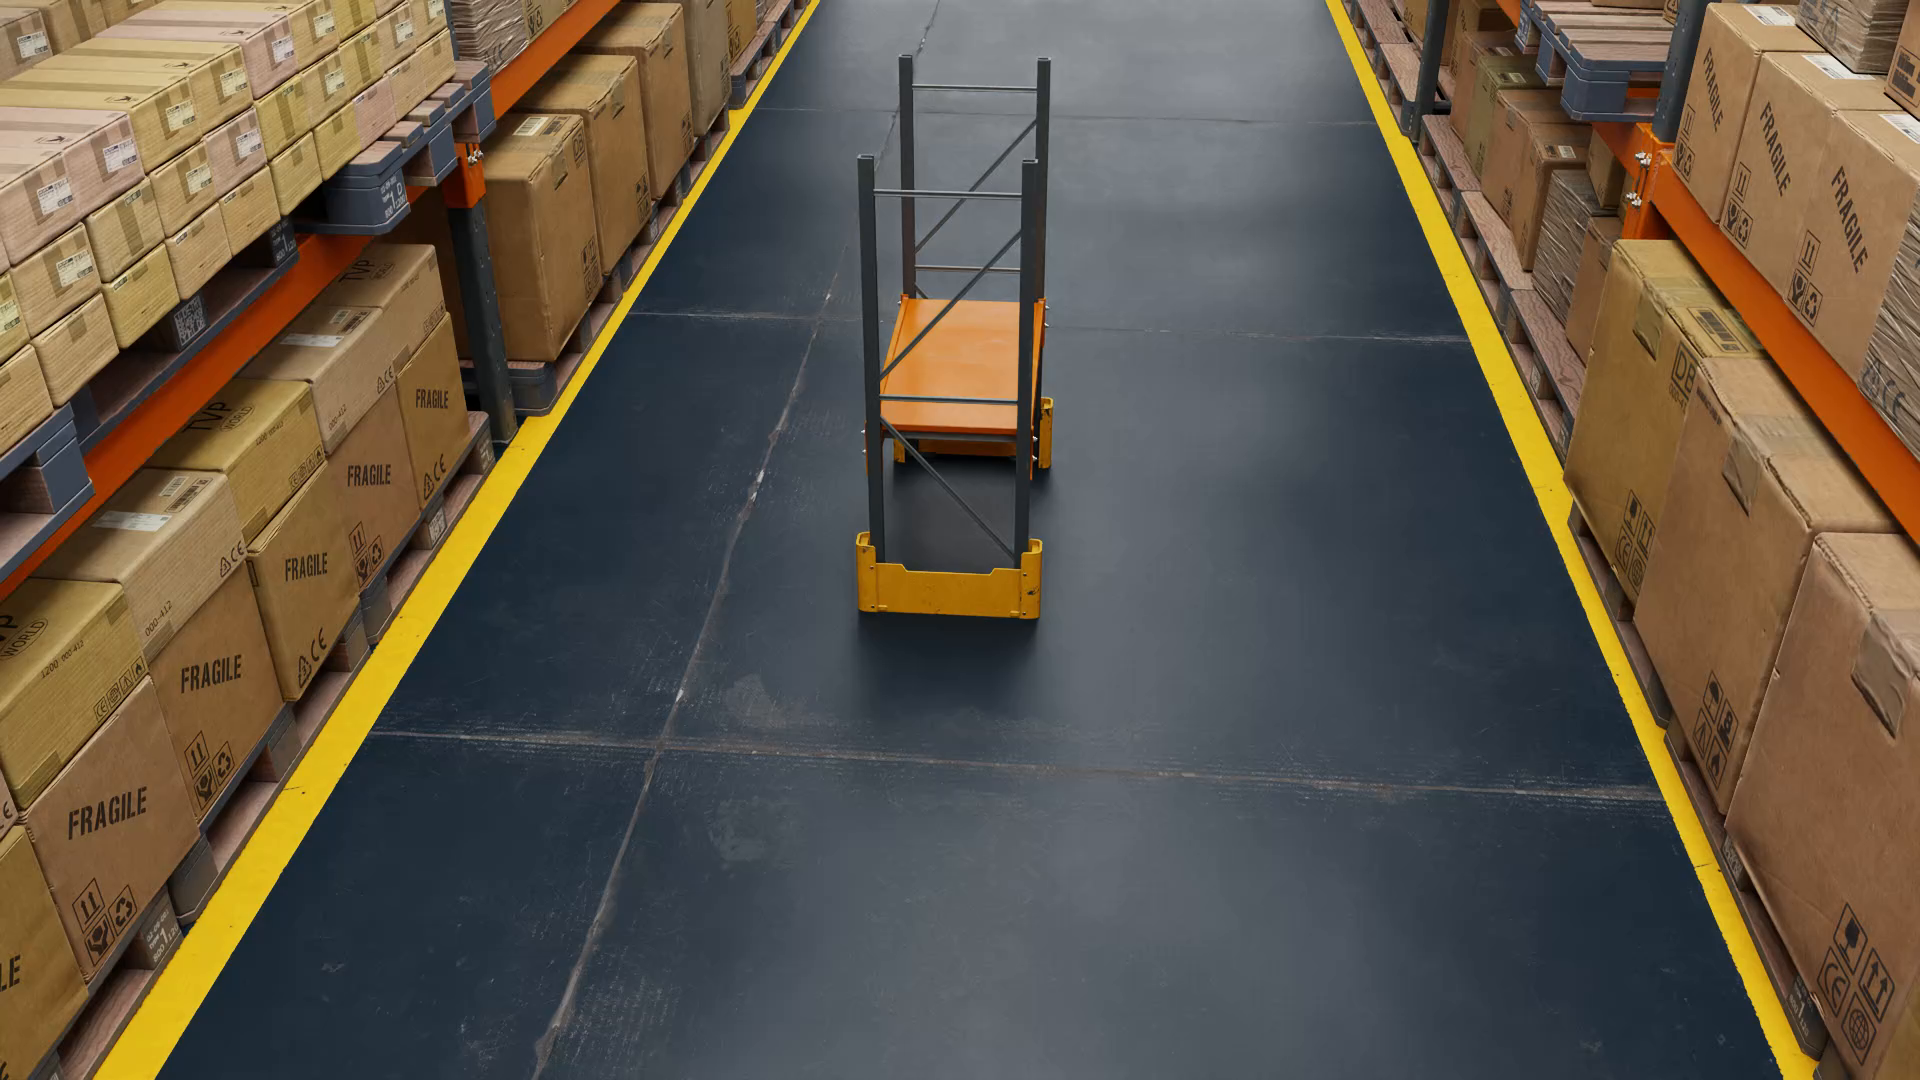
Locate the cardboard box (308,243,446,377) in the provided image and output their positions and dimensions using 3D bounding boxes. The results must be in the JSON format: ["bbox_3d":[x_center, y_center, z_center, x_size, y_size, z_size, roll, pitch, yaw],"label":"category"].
[{"bbox_3d":[-2.005,-0.751,5.378,0.500,0.250,0.500,2,32,3],"label":"cardboard box"}]

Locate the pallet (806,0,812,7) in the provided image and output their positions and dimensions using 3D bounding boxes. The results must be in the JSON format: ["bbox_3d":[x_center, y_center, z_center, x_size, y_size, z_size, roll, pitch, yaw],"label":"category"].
[{"bbox_3d":[-1.546,-4.261,12.463,1.003,0.211,1.213,2,32,4],"label":"pallet"}]

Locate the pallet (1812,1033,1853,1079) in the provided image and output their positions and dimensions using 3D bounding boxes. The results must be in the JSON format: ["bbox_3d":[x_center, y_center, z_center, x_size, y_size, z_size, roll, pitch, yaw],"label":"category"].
[{"bbox_3d":[2.387,1.450,3.195,1.003,0.211,1.213,2,32,4],"label":"pallet"}]

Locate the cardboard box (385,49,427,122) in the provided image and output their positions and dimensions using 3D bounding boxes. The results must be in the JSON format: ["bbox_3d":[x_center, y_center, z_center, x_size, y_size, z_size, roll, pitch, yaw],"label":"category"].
[{"bbox_3d":[-1.814,-1.351,4.922,0.380,0.149,0.250,2,32,4],"label":"cardboard box"}]

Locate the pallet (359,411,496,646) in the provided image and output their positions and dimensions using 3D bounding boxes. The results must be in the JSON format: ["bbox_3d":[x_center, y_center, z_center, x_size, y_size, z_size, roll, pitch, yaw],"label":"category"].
[{"bbox_3d":[-2.275,-0.091,5.696,1.003,0.211,1.213,2,32,4],"label":"pallet"}]

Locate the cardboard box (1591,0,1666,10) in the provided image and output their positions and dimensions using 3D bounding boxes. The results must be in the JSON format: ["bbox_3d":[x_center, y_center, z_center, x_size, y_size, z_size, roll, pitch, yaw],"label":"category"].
[{"bbox_3d":[2.675,-2.223,6.003,0.700,0.500,0.500,7,32,11],"label":"cardboard box"}]

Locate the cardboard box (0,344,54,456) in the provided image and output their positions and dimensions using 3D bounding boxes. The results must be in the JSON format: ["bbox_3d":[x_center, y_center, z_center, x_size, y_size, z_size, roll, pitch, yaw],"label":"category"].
[{"bbox_3d":[-1.983,-0.260,3.152,0.380,0.149,0.250,3,32,4],"label":"cardboard box"}]

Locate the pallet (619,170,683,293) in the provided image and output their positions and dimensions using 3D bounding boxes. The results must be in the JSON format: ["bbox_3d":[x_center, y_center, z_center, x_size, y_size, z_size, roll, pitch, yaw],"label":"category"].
[{"bbox_3d":[-1.969,-1.544,8.055,1.003,0.211,1.213,2,32,4],"label":"pallet"}]

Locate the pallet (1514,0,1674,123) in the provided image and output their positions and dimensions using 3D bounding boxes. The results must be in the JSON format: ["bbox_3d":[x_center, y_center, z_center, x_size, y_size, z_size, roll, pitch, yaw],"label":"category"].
[{"bbox_3d":[2.677,-1.717,5.860,1.213,0.211,1.003,2,32,4],"label":"pallet"}]

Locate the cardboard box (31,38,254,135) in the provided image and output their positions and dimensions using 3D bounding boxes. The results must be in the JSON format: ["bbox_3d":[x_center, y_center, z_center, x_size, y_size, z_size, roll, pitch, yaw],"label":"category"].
[{"bbox_3d":[-1.901,-1.059,3.882,0.380,0.149,0.250,4,32,6],"label":"cardboard box"}]

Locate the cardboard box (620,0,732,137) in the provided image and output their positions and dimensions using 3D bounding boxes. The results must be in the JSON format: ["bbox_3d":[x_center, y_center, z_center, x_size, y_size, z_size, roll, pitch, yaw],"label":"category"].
[{"bbox_3d":[-1.845,-2.670,8.968,1.050,0.750,0.750,2,32,4],"label":"cardboard box"}]

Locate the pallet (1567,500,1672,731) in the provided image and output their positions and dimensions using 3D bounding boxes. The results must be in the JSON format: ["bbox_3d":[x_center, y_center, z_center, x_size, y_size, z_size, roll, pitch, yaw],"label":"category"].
[{"bbox_3d":[2.586,0.175,5.266,1.003,0.211,1.213,2,32,4],"label":"pallet"}]

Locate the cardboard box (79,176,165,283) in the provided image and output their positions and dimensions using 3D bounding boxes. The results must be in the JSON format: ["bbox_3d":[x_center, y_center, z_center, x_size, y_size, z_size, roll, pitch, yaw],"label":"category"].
[{"bbox_3d":[-1.943,-0.666,3.527,0.380,0.149,0.250,2,32,3],"label":"cardboard box"}]

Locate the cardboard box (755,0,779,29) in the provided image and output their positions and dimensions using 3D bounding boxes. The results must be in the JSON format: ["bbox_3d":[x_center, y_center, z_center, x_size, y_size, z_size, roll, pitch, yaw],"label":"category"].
[{"bbox_3d":[-1.694,-3.850,10.762,0.875,0.875,0.875,3,32,4],"label":"cardboard box"}]

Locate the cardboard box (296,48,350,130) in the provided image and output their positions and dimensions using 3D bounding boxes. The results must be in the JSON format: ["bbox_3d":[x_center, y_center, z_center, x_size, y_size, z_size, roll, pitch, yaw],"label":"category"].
[{"bbox_3d":[-1.856,-1.199,4.392,0.380,0.149,0.250,3,32,4],"label":"cardboard box"}]

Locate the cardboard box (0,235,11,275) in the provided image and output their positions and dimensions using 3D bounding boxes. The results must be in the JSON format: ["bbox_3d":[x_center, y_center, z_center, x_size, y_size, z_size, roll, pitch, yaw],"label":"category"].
[{"bbox_3d":[-1.982,-0.517,3.001,0.380,0.149,0.250,2,32,3],"label":"cardboard box"}]

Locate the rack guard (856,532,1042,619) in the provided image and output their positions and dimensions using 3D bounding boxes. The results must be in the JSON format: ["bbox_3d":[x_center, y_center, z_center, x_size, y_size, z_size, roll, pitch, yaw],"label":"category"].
[{"bbox_3d":[-0.034,0.114,5.327,0.587,0.250,0.087,2,32,4],"label":"rack guard"}]

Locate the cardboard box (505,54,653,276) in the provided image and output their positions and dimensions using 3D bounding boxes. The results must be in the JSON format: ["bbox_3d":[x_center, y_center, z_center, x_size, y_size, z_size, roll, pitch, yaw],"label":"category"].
[{"bbox_3d":[-2.003,-1.679,7.360,1.050,0.750,0.750,3,32,5],"label":"cardboard box"}]

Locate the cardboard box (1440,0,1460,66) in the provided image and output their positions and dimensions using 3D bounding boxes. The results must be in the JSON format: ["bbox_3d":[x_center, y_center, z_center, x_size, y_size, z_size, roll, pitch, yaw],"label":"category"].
[{"bbox_3d":[3.162,-3.135,9.960,0.500,0.500,0.500,13,34,19],"label":"cardboard box"}]

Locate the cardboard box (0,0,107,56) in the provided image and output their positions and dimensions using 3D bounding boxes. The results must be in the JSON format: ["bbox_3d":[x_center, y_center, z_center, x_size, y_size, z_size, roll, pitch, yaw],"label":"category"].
[{"bbox_3d":[-2.507,-1.371,4.387,0.380,0.149,0.250,1,32,2],"label":"cardboard box"}]

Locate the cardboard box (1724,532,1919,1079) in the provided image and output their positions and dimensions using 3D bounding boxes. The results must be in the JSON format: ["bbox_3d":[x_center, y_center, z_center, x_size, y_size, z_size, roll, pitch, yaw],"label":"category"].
[{"bbox_3d":[2.504,0.593,3.554,1.225,0.875,0.875,1,32,2],"label":"cardboard box"}]

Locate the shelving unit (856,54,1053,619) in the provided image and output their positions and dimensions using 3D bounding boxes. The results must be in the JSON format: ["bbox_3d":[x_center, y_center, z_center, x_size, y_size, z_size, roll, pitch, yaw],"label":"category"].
[{"bbox_3d":[0.006,-0.678,5.421,0.587,1.500,1.083,2,32,4],"label":"shelving unit"}]

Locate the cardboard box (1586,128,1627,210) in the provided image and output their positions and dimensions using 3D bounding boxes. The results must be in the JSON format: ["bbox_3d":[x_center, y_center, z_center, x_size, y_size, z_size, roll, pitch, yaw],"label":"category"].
[{"bbox_3d":[2.783,-1.493,6.563,0.500,0.250,0.500,6,32,10],"label":"cardboard box"}]

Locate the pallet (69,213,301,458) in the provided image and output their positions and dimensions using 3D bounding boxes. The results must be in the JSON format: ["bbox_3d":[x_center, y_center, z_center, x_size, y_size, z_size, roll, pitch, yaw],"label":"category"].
[{"bbox_3d":[-2.330,-0.568,3.995,1.003,0.211,1.213,2,32,4],"label":"pallet"}]

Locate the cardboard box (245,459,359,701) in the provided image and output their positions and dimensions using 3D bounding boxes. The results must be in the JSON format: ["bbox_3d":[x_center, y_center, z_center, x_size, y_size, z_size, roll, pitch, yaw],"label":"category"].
[{"bbox_3d":[-2.076,0.103,4.706,0.500,0.500,0.500,1,32,2],"label":"cardboard box"}]

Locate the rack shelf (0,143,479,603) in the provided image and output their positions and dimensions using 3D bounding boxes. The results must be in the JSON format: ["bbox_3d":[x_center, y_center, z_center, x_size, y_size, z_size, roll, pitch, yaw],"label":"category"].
[{"bbox_3d":[-2.373,-0.334,4.119,1.077,0.370,4.000,2,32,4],"label":"rack shelf"}]

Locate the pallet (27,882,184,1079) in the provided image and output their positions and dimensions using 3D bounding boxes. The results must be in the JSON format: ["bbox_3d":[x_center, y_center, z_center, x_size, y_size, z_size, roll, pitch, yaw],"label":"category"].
[{"bbox_3d":[-2.474,1.185,3.625,1.003,0.211,1.213,2,32,4],"label":"pallet"}]

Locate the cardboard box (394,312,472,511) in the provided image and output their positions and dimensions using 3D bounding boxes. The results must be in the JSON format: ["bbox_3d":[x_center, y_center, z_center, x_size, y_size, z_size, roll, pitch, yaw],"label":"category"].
[{"bbox_3d":[-2.003,-0.446,5.596,0.500,0.500,0.500,2,32,4],"label":"cardboard box"}]

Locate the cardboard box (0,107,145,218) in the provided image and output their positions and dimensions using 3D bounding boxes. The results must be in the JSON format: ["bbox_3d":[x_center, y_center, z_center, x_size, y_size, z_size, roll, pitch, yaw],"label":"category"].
[{"bbox_3d":[-1.941,-0.782,3.432,0.380,0.149,0.250,4,32,6],"label":"cardboard box"}]

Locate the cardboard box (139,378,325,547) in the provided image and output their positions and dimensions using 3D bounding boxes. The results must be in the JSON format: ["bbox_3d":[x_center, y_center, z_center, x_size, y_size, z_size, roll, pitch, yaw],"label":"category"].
[{"bbox_3d":[-2.092,-0.222,4.518,0.500,0.250,0.500,3,32,5],"label":"cardboard box"}]

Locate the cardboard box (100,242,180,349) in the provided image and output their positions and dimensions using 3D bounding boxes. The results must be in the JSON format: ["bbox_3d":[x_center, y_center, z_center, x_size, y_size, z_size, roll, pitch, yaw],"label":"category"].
[{"bbox_3d":[-1.944,-0.536,3.600,0.380,0.149,0.250,2,32,3],"label":"cardboard box"}]

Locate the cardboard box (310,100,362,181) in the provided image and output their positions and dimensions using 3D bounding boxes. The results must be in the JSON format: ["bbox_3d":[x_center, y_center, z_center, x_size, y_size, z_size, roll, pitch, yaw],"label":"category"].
[{"bbox_3d":[-1.859,-1.086,4.492,0.380,0.149,0.250,2,32,3],"label":"cardboard box"}]

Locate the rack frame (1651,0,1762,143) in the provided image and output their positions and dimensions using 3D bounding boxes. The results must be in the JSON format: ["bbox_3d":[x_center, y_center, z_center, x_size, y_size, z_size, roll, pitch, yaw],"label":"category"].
[{"bbox_3d":[2.725,-1.422,5.198,1.000,3.000,0.127,2,32,4],"label":"rack frame"}]

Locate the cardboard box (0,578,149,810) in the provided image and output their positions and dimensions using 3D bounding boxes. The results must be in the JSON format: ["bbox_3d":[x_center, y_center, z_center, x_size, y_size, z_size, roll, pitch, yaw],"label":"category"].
[{"bbox_3d":[-2.171,0.318,3.643,0.500,0.250,0.500,3,32,5],"label":"cardboard box"}]

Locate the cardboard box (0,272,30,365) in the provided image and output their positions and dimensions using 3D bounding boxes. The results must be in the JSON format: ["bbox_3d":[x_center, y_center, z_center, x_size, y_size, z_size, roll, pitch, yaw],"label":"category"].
[{"bbox_3d":[-1.985,-0.386,3.073,0.380,0.149,0.250,1,32,2],"label":"cardboard box"}]

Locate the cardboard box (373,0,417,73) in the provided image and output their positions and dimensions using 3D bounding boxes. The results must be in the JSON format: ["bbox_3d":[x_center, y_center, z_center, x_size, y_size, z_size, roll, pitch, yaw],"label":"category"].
[{"bbox_3d":[-1.817,-1.467,4.828,0.380,0.149,0.250,4,32,6],"label":"cardboard box"}]

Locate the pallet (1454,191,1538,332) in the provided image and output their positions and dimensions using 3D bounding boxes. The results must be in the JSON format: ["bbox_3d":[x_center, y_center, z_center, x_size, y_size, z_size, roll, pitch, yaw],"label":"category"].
[{"bbox_3d":[2.892,-1.279,7.625,1.003,0.211,1.213,2,32,4],"label":"pallet"}]

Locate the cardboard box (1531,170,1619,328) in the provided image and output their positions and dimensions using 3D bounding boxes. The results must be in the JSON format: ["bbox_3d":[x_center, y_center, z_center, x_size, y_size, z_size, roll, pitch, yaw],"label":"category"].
[{"bbox_3d":[2.792,-1.187,6.779,0.700,0.500,0.500,0,32,0],"label":"cardboard box"}]

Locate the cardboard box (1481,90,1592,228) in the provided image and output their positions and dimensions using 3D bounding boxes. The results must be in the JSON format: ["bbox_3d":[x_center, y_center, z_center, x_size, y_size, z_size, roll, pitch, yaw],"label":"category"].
[{"bbox_3d":[2.877,-1.775,7.734,0.700,0.500,0.500,0,32,0],"label":"cardboard box"}]

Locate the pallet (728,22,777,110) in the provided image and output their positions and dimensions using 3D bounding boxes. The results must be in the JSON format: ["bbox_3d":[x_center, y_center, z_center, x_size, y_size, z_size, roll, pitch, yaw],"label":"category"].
[{"bbox_3d":[-1.745,-2.985,10.393,1.003,0.211,1.213,2,32,4],"label":"pallet"}]

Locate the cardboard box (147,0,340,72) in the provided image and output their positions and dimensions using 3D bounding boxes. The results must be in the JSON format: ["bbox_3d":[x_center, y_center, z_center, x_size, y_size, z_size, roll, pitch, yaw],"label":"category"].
[{"bbox_3d":[-1.855,-1.328,4.317,0.380,0.149,0.250,3,32,5],"label":"cardboard box"}]

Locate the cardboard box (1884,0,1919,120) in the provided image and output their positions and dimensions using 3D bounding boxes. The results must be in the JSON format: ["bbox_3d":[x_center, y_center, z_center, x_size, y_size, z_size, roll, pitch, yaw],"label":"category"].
[{"bbox_3d":[2.594,-1.169,3.736,0.797,0.503,0.637,3,32,5],"label":"cardboard box"}]

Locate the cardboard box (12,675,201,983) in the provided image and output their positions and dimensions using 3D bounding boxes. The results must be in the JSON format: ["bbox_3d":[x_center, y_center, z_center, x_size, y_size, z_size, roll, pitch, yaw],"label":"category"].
[{"bbox_3d":[-2.170,0.639,3.836,0.500,0.500,0.500,4,32,6],"label":"cardboard box"}]

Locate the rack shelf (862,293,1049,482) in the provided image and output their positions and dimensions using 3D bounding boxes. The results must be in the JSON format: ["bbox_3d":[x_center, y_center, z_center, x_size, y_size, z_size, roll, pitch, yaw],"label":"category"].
[{"bbox_3d":[0.007,-0.530,5.523,0.538,0.185,1.000,2,32,4],"label":"rack shelf"}]

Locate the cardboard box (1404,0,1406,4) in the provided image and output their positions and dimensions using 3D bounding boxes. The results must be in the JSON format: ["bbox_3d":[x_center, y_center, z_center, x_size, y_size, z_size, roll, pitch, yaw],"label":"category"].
[{"bbox_3d":[3.225,-3.753,10.963,0.500,0.500,0.500,5,32,9],"label":"cardboard box"}]

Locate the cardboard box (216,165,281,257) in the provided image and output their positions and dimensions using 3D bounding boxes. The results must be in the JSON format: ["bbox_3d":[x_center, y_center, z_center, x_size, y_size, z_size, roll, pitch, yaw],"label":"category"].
[{"bbox_3d":[-1.902,-0.810,4.045,0.380,0.149,0.250,3,32,5],"label":"cardboard box"}]

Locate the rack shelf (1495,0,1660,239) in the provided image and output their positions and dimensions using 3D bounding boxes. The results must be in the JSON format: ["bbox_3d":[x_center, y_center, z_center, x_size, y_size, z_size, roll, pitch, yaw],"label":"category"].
[{"bbox_3d":[2.888,-2.161,7.083,1.077,0.370,4.000,2,32,4],"label":"rack shelf"}]

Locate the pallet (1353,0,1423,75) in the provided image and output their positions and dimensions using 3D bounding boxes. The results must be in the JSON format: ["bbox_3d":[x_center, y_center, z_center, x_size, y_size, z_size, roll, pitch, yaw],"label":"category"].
[{"bbox_3d":[3.167,-3.318,10.934,1.003,0.211,1.213,2,32,4],"label":"pallet"}]

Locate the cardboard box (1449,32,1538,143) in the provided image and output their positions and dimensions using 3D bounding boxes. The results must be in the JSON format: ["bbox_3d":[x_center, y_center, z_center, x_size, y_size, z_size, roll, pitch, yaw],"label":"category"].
[{"bbox_3d":[2.979,-2.316,8.613,0.700,0.500,0.500,0,32,0],"label":"cardboard box"}]

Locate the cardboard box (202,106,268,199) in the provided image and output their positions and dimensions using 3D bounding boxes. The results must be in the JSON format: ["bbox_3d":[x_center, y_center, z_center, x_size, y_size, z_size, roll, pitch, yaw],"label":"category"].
[{"bbox_3d":[-1.899,-0.932,3.960,0.380,0.149,0.250,3,32,5],"label":"cardboard box"}]

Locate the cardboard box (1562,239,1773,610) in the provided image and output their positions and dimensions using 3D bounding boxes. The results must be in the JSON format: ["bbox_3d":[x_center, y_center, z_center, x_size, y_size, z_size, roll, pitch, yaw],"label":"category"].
[{"bbox_3d":[2.648,-0.336,5.061,1.225,0.875,0.875,1,32,2],"label":"cardboard box"}]

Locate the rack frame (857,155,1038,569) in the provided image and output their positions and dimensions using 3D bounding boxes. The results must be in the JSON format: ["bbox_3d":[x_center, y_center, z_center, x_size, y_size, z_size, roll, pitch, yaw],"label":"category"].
[{"bbox_3d":[-0.034,-0.417,4.998,0.500,1.500,0.032,2,32,4],"label":"rack frame"}]

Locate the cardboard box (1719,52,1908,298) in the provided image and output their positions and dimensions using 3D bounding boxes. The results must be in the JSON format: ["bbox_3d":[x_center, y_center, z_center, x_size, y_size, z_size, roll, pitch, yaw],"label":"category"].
[{"bbox_3d":[2.375,-0.952,4.340,0.500,0.500,0.500,2,32,3],"label":"cardboard box"}]

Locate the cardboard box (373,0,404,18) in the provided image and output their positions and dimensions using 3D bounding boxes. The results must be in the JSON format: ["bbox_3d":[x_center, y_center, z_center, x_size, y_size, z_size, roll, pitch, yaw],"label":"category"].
[{"bbox_3d":[-1.816,-1.604,4.766,0.380,0.149,0.250,2,32,3],"label":"cardboard box"}]

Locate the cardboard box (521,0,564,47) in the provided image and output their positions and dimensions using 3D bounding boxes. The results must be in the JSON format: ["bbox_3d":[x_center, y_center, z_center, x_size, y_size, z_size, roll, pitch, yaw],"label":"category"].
[{"bbox_3d":[-1.866,-2.218,6.395,0.500,0.500,0.500,2,32,4],"label":"cardboard box"}]

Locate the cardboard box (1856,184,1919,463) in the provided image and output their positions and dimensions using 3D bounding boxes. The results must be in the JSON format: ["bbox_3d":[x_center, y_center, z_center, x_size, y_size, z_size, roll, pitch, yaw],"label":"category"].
[{"bbox_3d":[2.294,-0.422,3.481,0.500,0.500,0.500,3,32,4],"label":"cardboard box"}]

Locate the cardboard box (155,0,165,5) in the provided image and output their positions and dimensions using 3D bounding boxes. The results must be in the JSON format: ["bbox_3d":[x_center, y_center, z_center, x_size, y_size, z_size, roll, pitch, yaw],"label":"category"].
[{"bbox_3d":[-2.460,-1.637,4.820,0.380,0.149,0.250,2,32,3],"label":"cardboard box"}]
